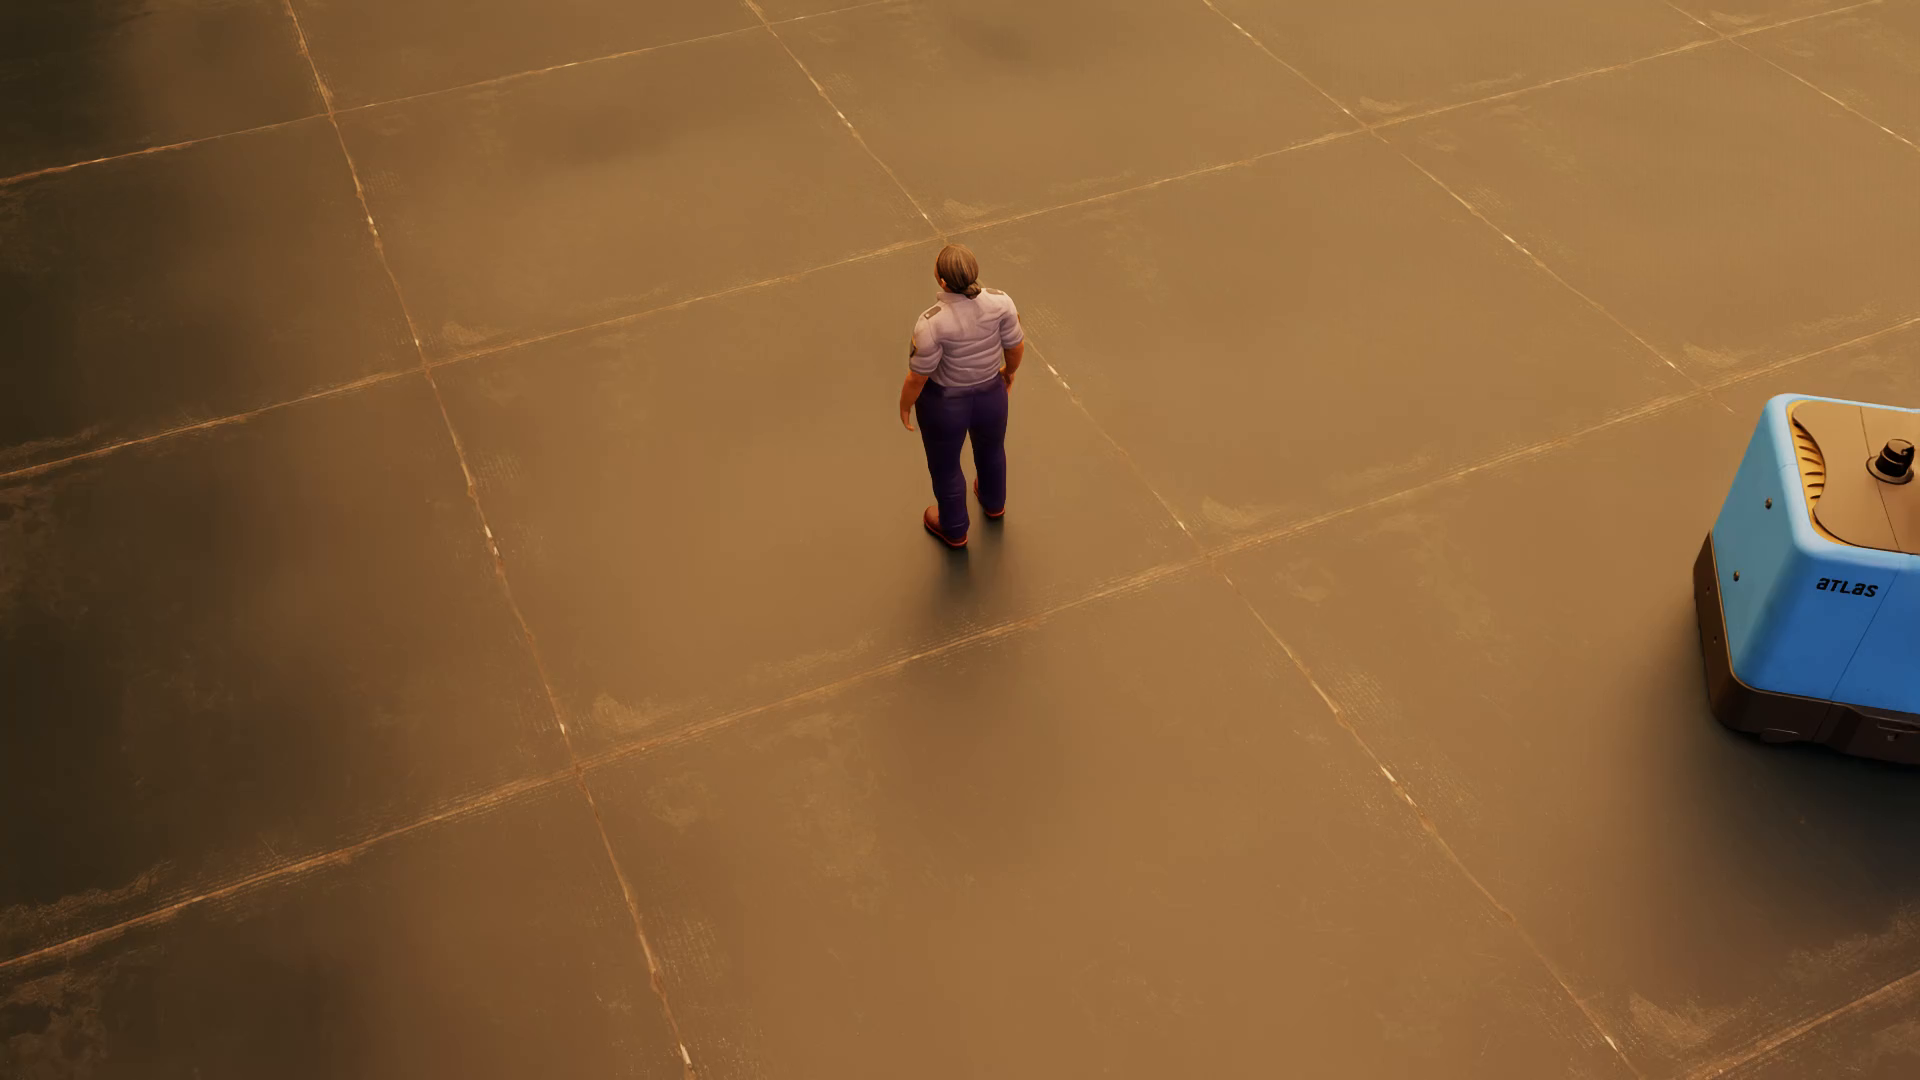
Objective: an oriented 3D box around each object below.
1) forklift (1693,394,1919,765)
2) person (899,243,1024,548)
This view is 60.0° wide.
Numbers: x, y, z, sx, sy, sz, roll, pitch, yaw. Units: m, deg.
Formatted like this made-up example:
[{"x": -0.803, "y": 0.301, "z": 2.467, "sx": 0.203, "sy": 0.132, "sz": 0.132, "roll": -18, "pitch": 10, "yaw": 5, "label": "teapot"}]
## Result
[{"x": 4.721, "y": -0.367, "z": 6.073, "sx": 3.031, "sy": 2.935, "sz": 1.130, "roll": 9, "pitch": 44, "yaw": 9, "label": "forklift"}, {"x": -0.017, "y": -0.670, "z": 7.328, "sx": 0.598, "sy": 1.651, "sz": 0.502, "roll": -18, "pitch": 46, "yaw": -18, "label": "person"}]
